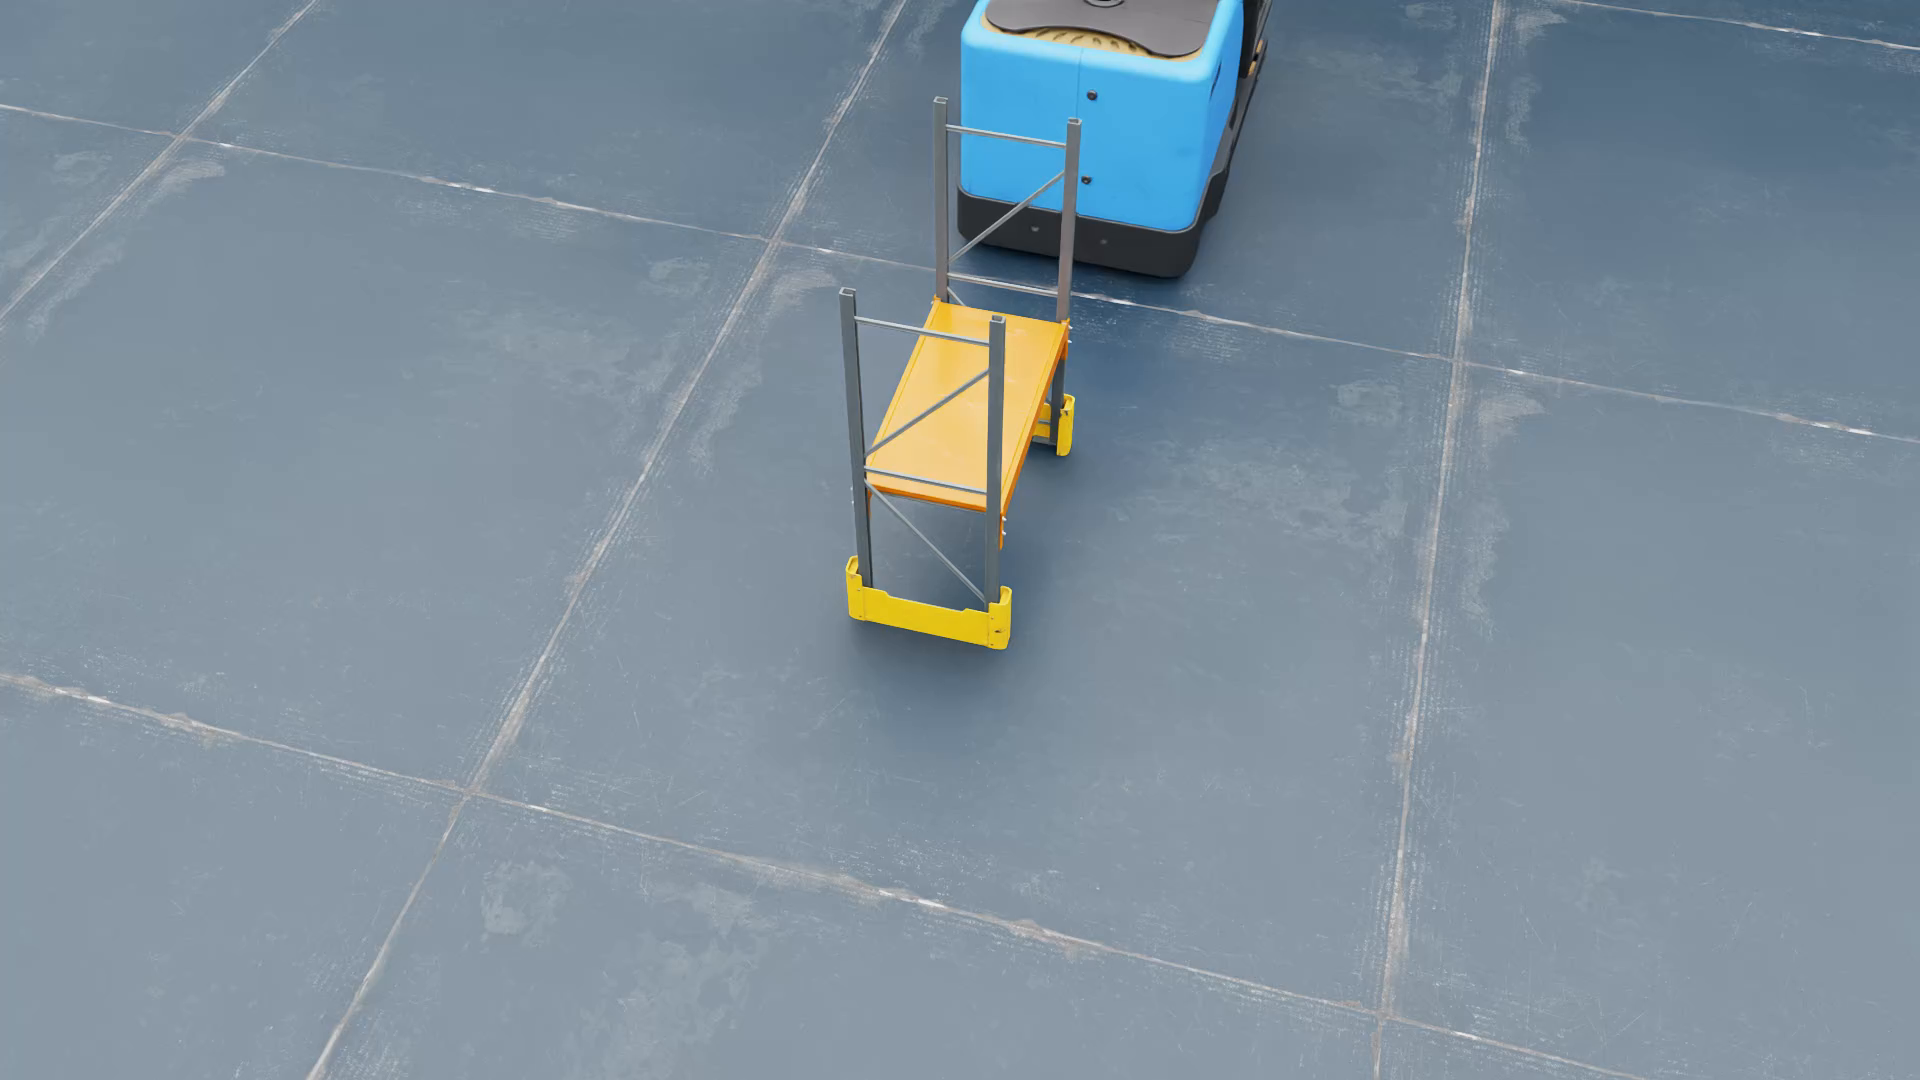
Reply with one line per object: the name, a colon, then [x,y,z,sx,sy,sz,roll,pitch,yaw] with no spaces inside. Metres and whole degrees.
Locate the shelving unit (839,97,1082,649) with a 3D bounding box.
shelving unit: [0.020,-0.551,5.736,0.587,1.500,1.083,12,50,10]

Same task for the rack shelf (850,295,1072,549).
rack shelf: [0.022,-0.439,5.877,0.538,0.185,1.000,12,50,10]

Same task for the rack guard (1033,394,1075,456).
rack guard: [0.151,-0.498,6.523,0.587,0.250,0.087,12,50,10]

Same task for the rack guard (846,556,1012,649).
rack guard: [-0.111,0.222,5.887,0.587,0.250,0.087,12,50,10]

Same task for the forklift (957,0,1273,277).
forklift: [0.899,-3.231,7.147,1.130,2.935,3.031,13,50,11]

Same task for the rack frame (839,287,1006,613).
rack frame: [-0.111,-0.190,5.418,0.500,1.500,0.032,12,50,10]

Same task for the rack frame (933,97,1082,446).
rack frame: [0.156,-0.926,6.067,0.500,1.500,0.032,12,50,10]
